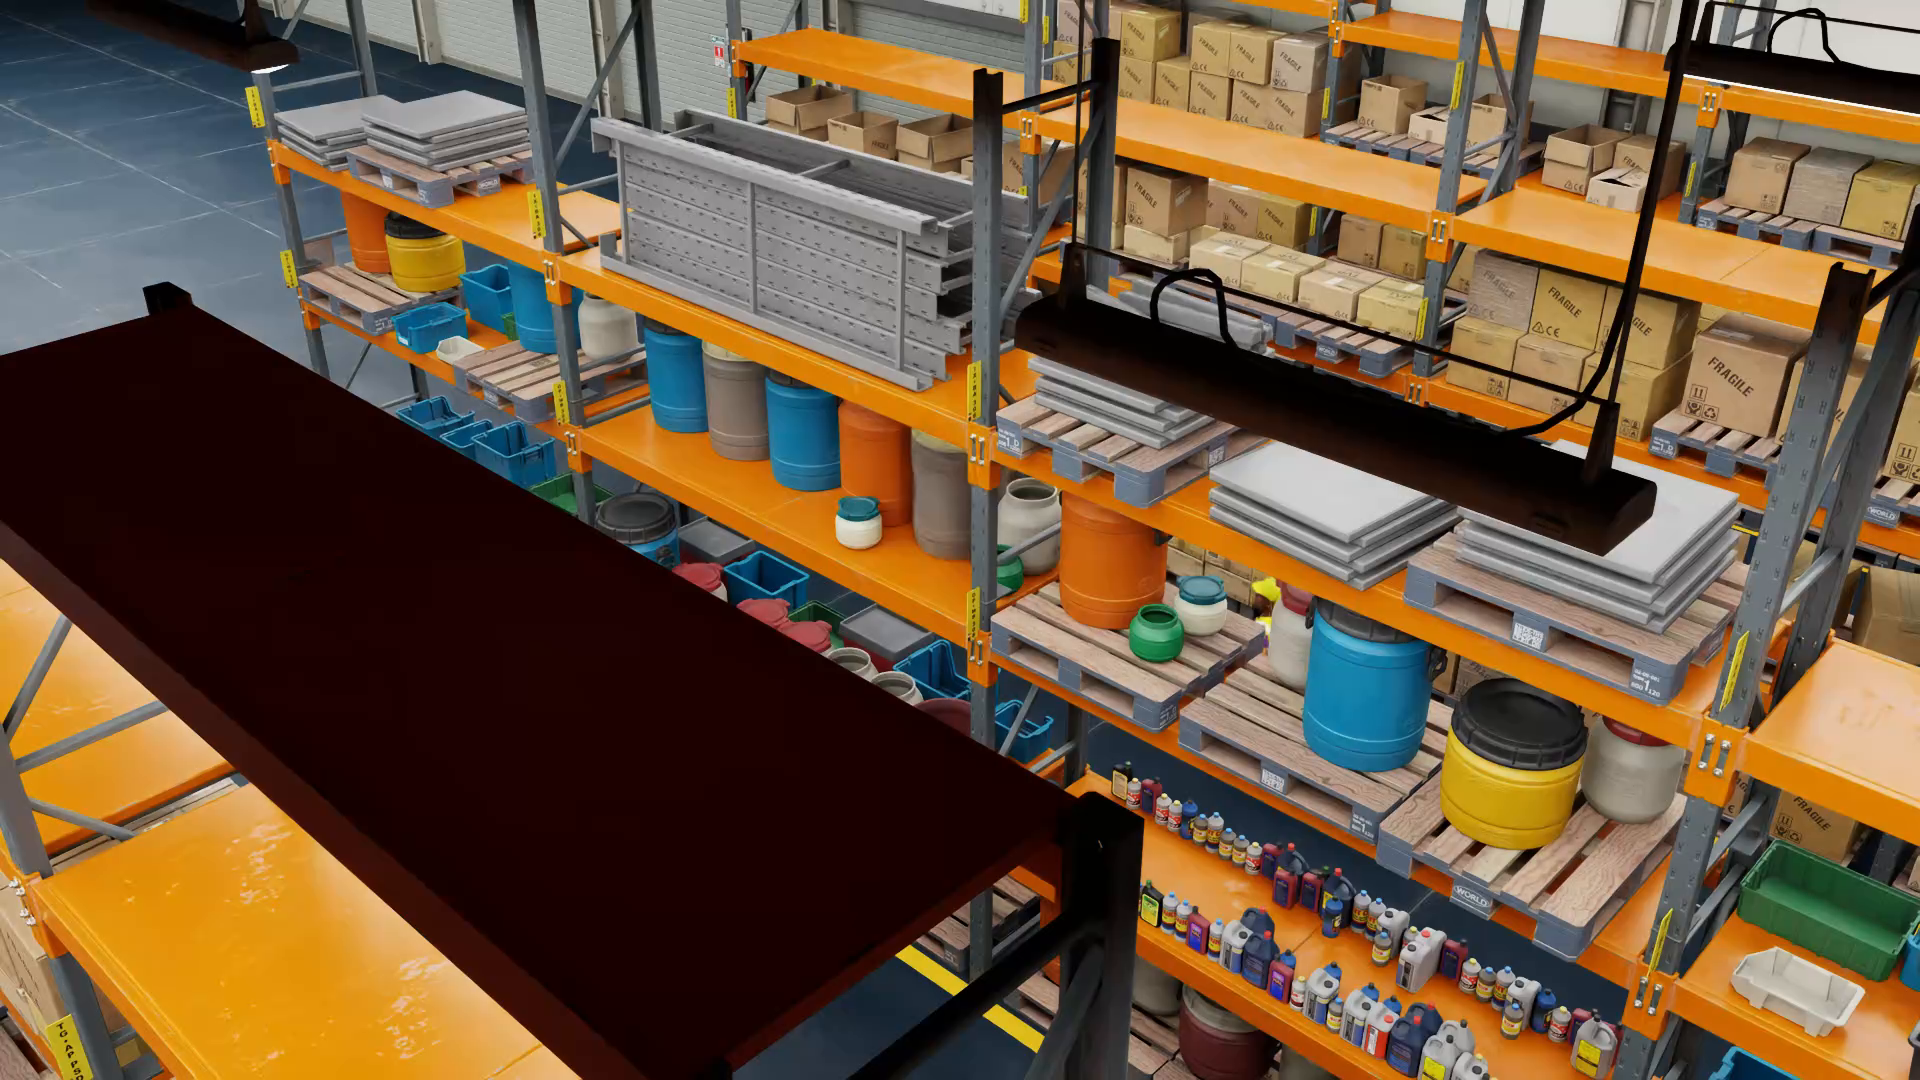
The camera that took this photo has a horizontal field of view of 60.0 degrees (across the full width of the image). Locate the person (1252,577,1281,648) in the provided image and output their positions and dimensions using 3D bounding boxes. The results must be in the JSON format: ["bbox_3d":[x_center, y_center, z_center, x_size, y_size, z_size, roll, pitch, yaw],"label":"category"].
[{"bbox_3d":[2.211,0.929,12.479,0.677,1.523,1.084,-25,38,-37],"label":"person"}]
